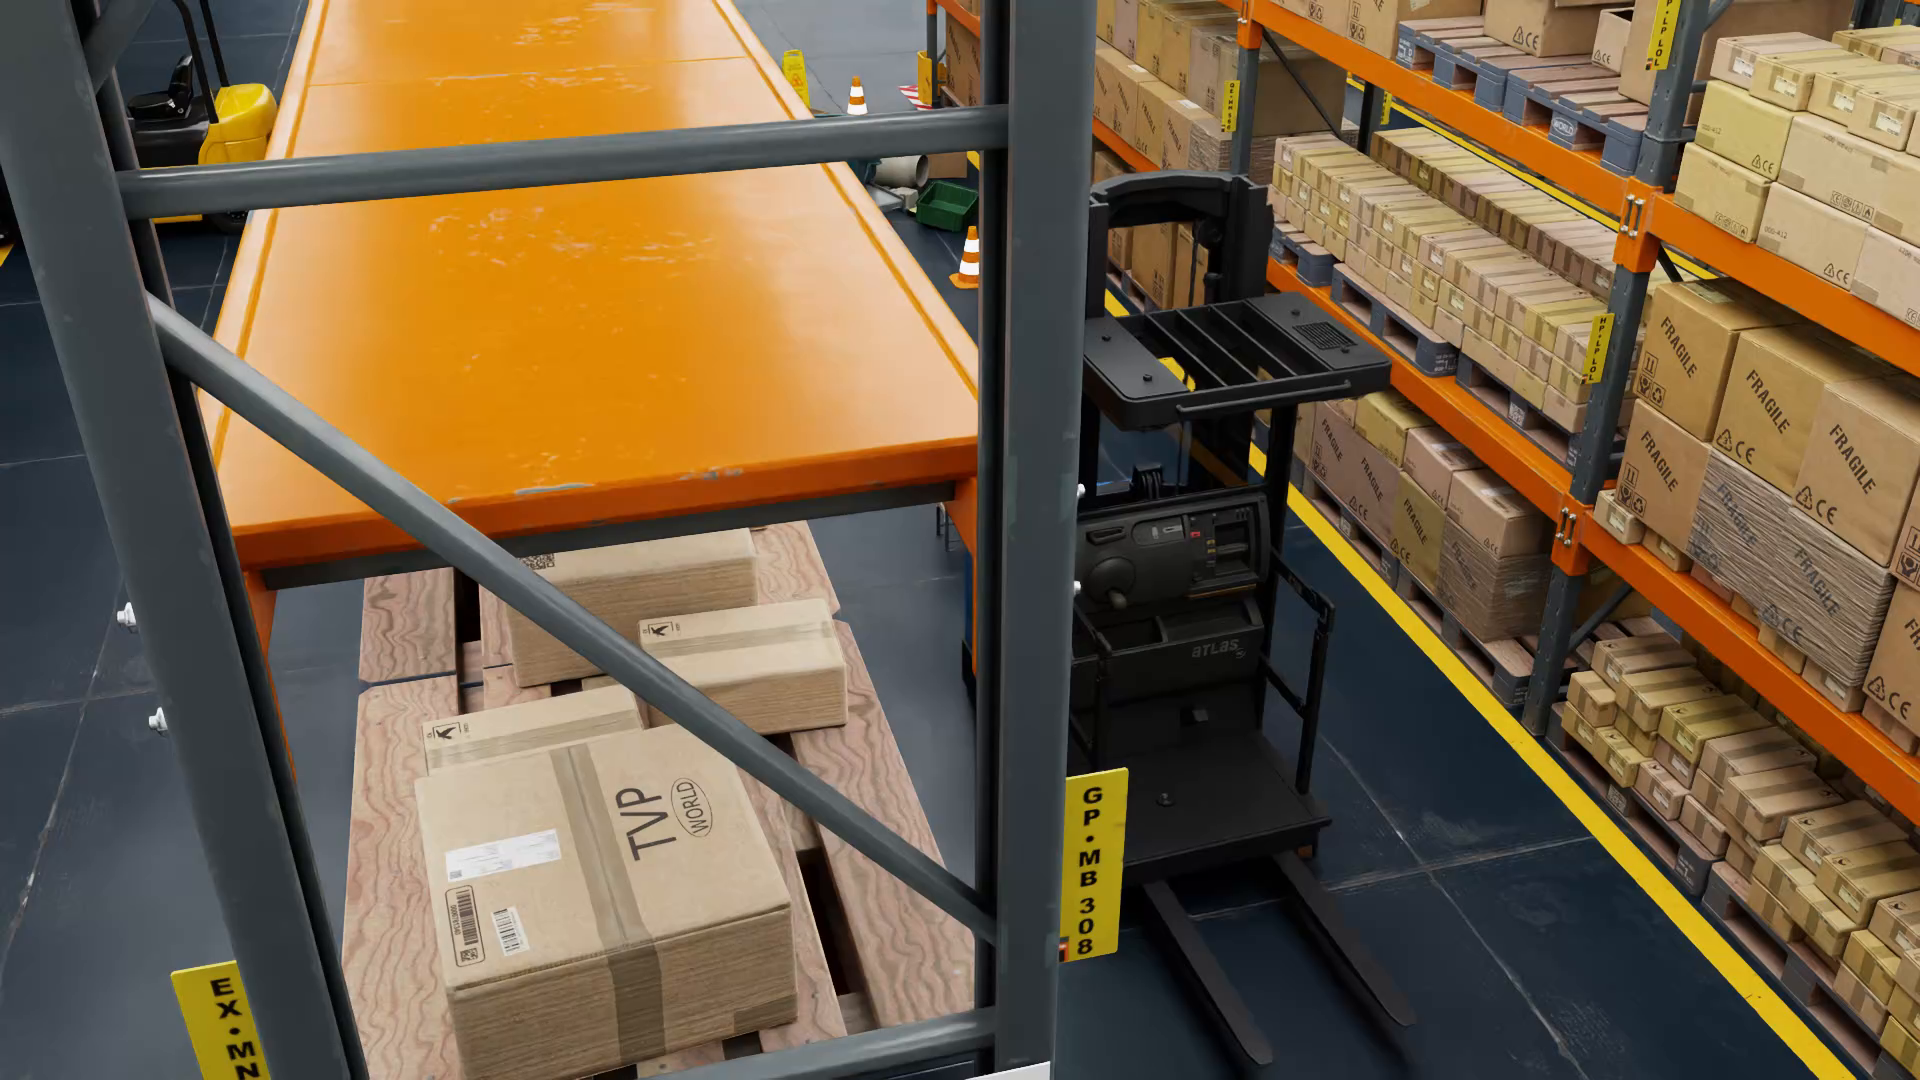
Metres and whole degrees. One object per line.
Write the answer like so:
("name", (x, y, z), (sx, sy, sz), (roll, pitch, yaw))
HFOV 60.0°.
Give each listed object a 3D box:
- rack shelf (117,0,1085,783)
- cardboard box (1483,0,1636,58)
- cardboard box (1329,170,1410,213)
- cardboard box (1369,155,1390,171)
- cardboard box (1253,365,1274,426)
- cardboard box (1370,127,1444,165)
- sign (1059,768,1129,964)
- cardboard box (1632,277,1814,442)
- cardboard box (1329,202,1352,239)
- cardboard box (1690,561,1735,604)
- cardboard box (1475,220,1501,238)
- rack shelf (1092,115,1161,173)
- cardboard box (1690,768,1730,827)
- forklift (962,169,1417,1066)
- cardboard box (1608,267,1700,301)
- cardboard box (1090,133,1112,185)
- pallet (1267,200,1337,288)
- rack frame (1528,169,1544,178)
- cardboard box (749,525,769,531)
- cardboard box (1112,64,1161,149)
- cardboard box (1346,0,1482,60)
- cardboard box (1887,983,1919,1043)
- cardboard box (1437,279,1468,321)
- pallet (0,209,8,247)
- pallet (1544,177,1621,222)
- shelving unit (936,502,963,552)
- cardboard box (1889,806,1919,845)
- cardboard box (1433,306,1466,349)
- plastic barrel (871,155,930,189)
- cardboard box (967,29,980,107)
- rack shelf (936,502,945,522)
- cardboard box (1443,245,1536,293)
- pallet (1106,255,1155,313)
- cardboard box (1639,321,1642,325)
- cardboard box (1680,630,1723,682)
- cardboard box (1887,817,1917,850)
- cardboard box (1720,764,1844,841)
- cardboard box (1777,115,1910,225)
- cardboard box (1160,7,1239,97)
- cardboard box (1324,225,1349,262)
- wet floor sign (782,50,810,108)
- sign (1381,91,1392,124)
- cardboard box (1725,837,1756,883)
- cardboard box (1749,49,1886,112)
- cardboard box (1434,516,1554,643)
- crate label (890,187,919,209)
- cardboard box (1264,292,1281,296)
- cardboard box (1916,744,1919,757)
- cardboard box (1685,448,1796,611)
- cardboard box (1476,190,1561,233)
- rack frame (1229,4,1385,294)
("rack shelf", (-0.893, -0.848, 3.580), (1.077, 0.370, 4.000), (-8, 31, -13))
("cardboard box", (3.038, -2.697, 8.129), (0.797, 0.503, 0.637), (-8, 31, -14))
("cardboard box", (2.400, -2.046, 9.759), (0.380, 0.149, 0.250), (-9, 31, -15))
("cardboard box", (2.830, -2.364, 10.606), (0.380, 0.149, 0.250), (-7, 31, -12))
("cardboard box", (2.202, -1.065, 10.903), (0.500, 0.500, 0.500), (-9, 31, -15))
("cardboard box", (2.832, -2.495, 10.535), (0.380, 0.149, 0.250), (-9, 31, -15))
("sign", (0.174, 0.449, 2.266), (0.100, 0.325, 0.005), (-8, 31, -13))
("cardboard box", (3.206, -0.763, 6.910), (0.500, 0.500, 0.500), (-7, 31, -12))
("cardboard box", (2.410, -1.901, 9.806), (0.380, 0.149, 0.250), (-8, 31, -13))
("cardboard box", (3.343, 0.117, 7.035), (0.380, 0.149, 0.250), (-9, 31, -15))
("cardboard box", (3.174, -1.742, 9.530), (0.380, 0.149, 0.250), (-7, 31, -12))
("rack shelf", (1.729, -2.995, 12.880), (1.077, 0.370, 4.000), (-8, 31, -13))
("cardboard box", (3.431, 1.086, 7.240), (0.380, 0.149, 0.250), (-9, 31, -16))
("forklift", (0.956, 0.102, 6.879), (1.130, 2.935, 3.031), (-9, 31, -16))
("cardboard box", (3.515, -1.249, 8.382), (0.380, 0.149, 0.250), (-8, 31, -13))
("cardboard box", (1.449, -3.193, 14.329), (1.050, 0.750, 0.750), (-8, 31, -14))
("pallet", (2.552, -1.927, 10.508), (1.213, 0.211, 1.003), (-8, 31, -13))
("rack frame", (6.007, -4.883, 15.423), (1.000, 3.000, 0.127), (-8, 31, -13))
("cardboard box", (-0.753, -0.330, 3.943), (0.500, 0.500, 0.500), (-7, 31, -12))
("cardboard box", (1.478, -3.295, 12.580), (0.500, 0.500, 0.500), (-7, 31, -13))
("cardboard box", (2.432, -2.889, 8.885), (0.500, 0.500, 0.500), (-8, 31, -13))
("cardboard box", (3.678, 1.731, 6.127), (0.380, 0.149, 0.250), (-7, 31, -13))
("cardboard box", (2.747, -1.281, 8.734), (0.380, 0.149, 0.250), (-9, 31, -16))
("pallet", (-8.830, -2.677, 14.395), (1.003, 0.211, 1.213), (-8, 31, -13))
("pallet", (6.215, -3.300, 15.472), (1.003, 0.211, 1.213), (-8, 31, -13))
("shelving unit", (0.002, -0.386, 9.749), (0.258, 0.900, 0.210), (-8, 31, -13))
("cardboard box", (4.084, 1.143, 6.844), (0.380, 0.149, 0.250), (-9, 31, -15))
("cardboard box", (2.746, -1.148, 8.801), (0.380, 0.149, 0.250), (-9, 31, -15))
("plastic barrel", (-0.582, -3.501, 15.608), (0.512, 0.421, 0.421), (13, 32, 21))
("cardboard box", (0.616, -4.723, 16.849), (0.875, 0.875, 0.875), (-8, 31, -14))
("rack shelf", (0.002, -0.201, 9.856), (0.258, 0.077, 0.200), (-8, 31, -13))
("cardboard box", (2.756, -1.408, 8.657), (0.380, 0.149, 0.250), (-9, 31, -15))
("pallet", (1.803, -2.113, 13.420), (1.003, 0.211, 1.213), (-8, 31, -13))
("cardboard box", (3.521, -1.111, 8.441), (0.380, 0.149, 0.250), (-7, 31, -12))
("cardboard box", (3.667, 0.523, 7.916), (0.380, 0.149, 0.250), (-7, 31, -12))
("cardboard box", (3.994, 1.267, 6.927), (0.380, 0.149, 0.250), (-9, 31, -16))
("cardboard box", (3.424, 1.093, 6.931), (0.380, 0.149, 0.250), (-7, 31, -12))
("cardboard box", (3.345, -1.353, 5.980), (0.500, 0.250, 0.500), (-8, 31, -13))
("cardboard box", (1.876, -3.526, 11.981), (0.700, 0.500, 0.500), (-8, 31, -14))
("cardboard box", (2.400, -1.781, 9.895), (0.380, 0.149, 0.250), (-6, 31, -11))
("wet floor sign", (-1.780, -4.936, 17.865), (0.267, 0.644, 0.232), (-13, 33, -22))
("sign", (2.780, -2.884, 10.893), (0.100, 0.325, 0.005), (-8, 31, -13))
("cardboard box", (3.516, 1.345, 7.090), (0.380, 0.149, 0.250), (-9, 31, -15))
("cardboard box", (3.205, -1.722, 6.220), (0.380, 0.149, 0.250), (-9, 31, -15))
("cardboard box", (2.882, 0.168, 8.773), (0.500, 0.500, 0.500), (-8, 31, -14))
("crate label", (-0.524, -3.143, 15.275), (0.250, 0.136, 0.298), (19, 35, 29))
("cardboard box", (2.209, -1.400, 10.733), (0.500, 0.250, 0.500), (-9, 31, -16))
("cardboard box", (3.681, 0.752, 5.938), (0.380, 0.149, 0.250), (-7, 31, -12))
("cardboard box", (3.348, -0.070, 6.711), (0.500, 0.500, 0.500), (-8, 31, -13))
("cardboard box", (3.173, -1.870, 9.456), (0.380, 0.149, 0.250), (-6, 31, -11))
("rack frame", (2.260, -2.341, 11.030), (1.000, 3.000, 0.127), (-8, 31, -13))
